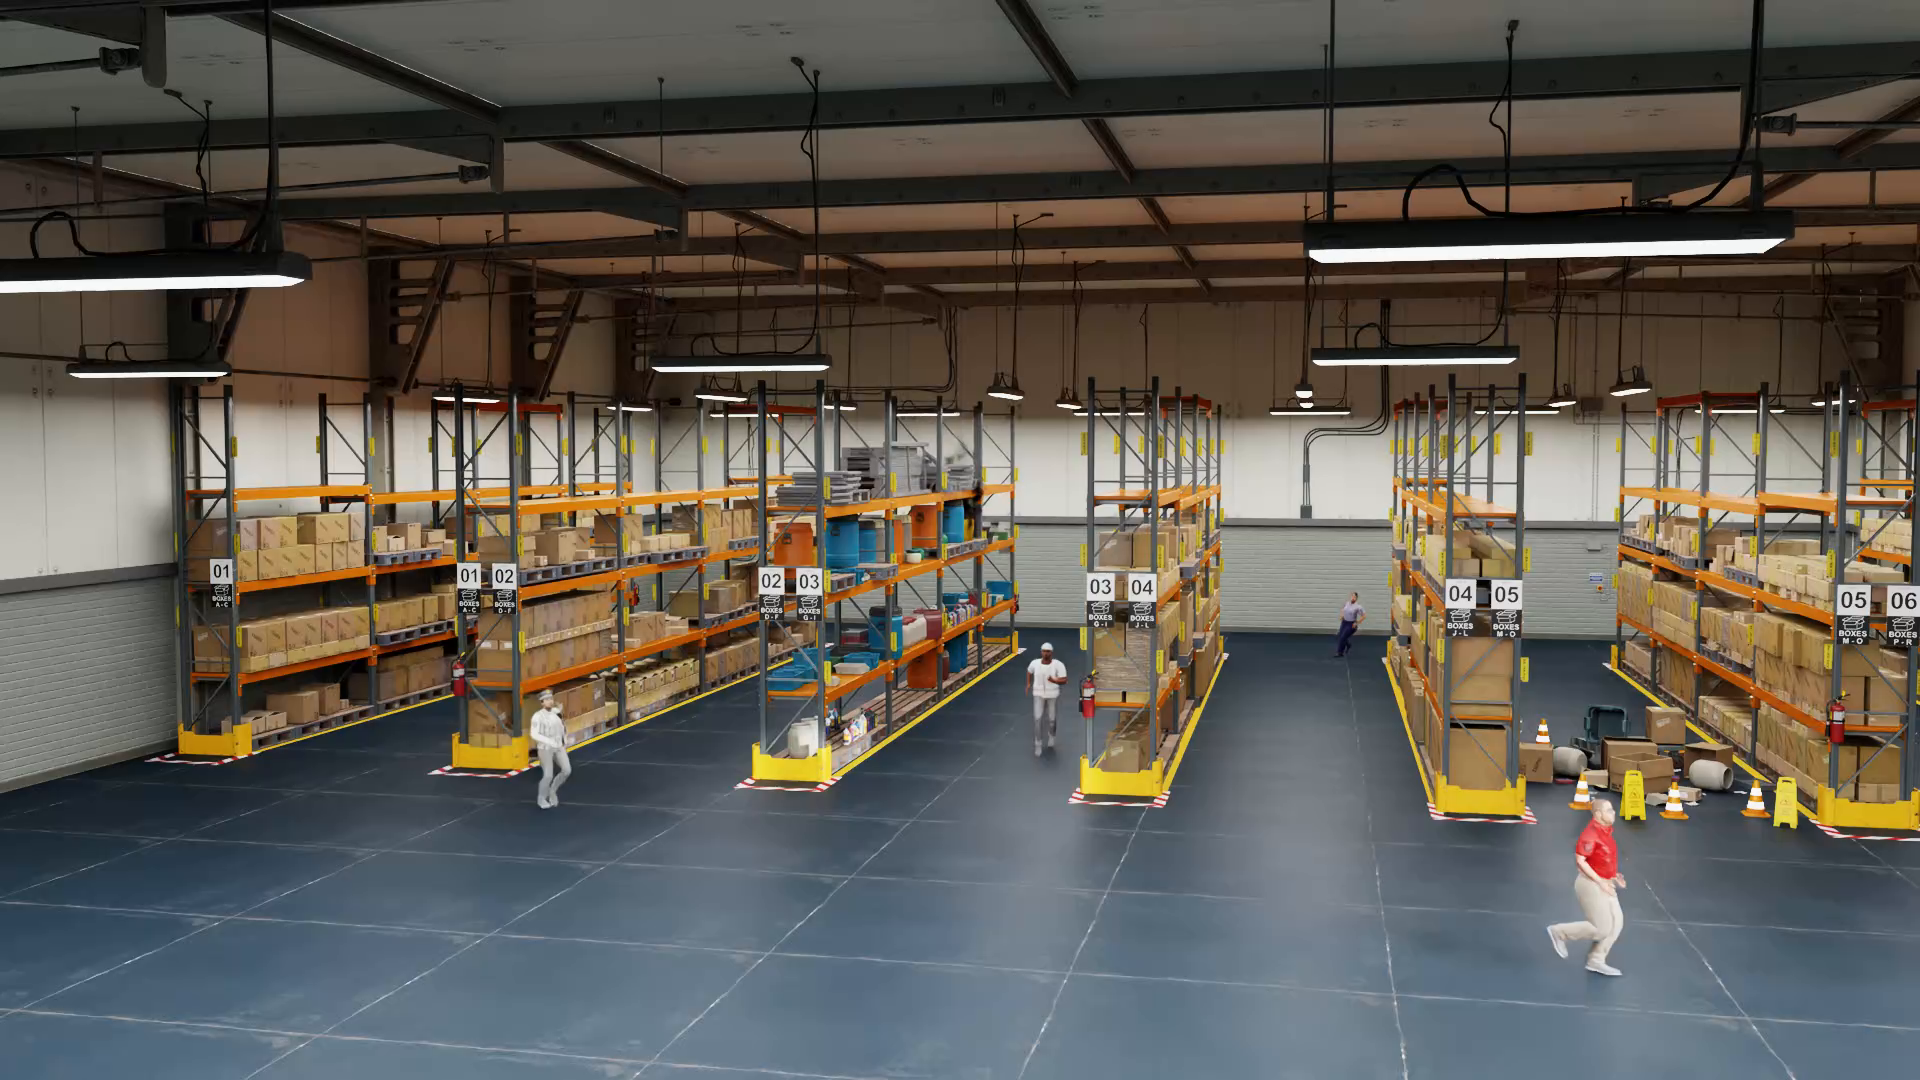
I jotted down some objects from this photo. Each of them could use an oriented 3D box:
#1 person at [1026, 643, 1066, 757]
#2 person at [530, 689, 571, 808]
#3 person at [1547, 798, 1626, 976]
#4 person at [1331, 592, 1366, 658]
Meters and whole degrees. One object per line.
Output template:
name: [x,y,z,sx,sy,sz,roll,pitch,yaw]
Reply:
person: [1.411,2.585,27.244,0.677,1.821,0.820,0,3,7]
person: [-5.635,2.883,22.989,0.575,1.651,0.628,3,4,43]
person: [5.982,3.283,15.846,0.652,1.680,0.650,2,4,36]
person: [9.260,2.016,39.478,0.659,1.567,0.773,-2,4,-35]
